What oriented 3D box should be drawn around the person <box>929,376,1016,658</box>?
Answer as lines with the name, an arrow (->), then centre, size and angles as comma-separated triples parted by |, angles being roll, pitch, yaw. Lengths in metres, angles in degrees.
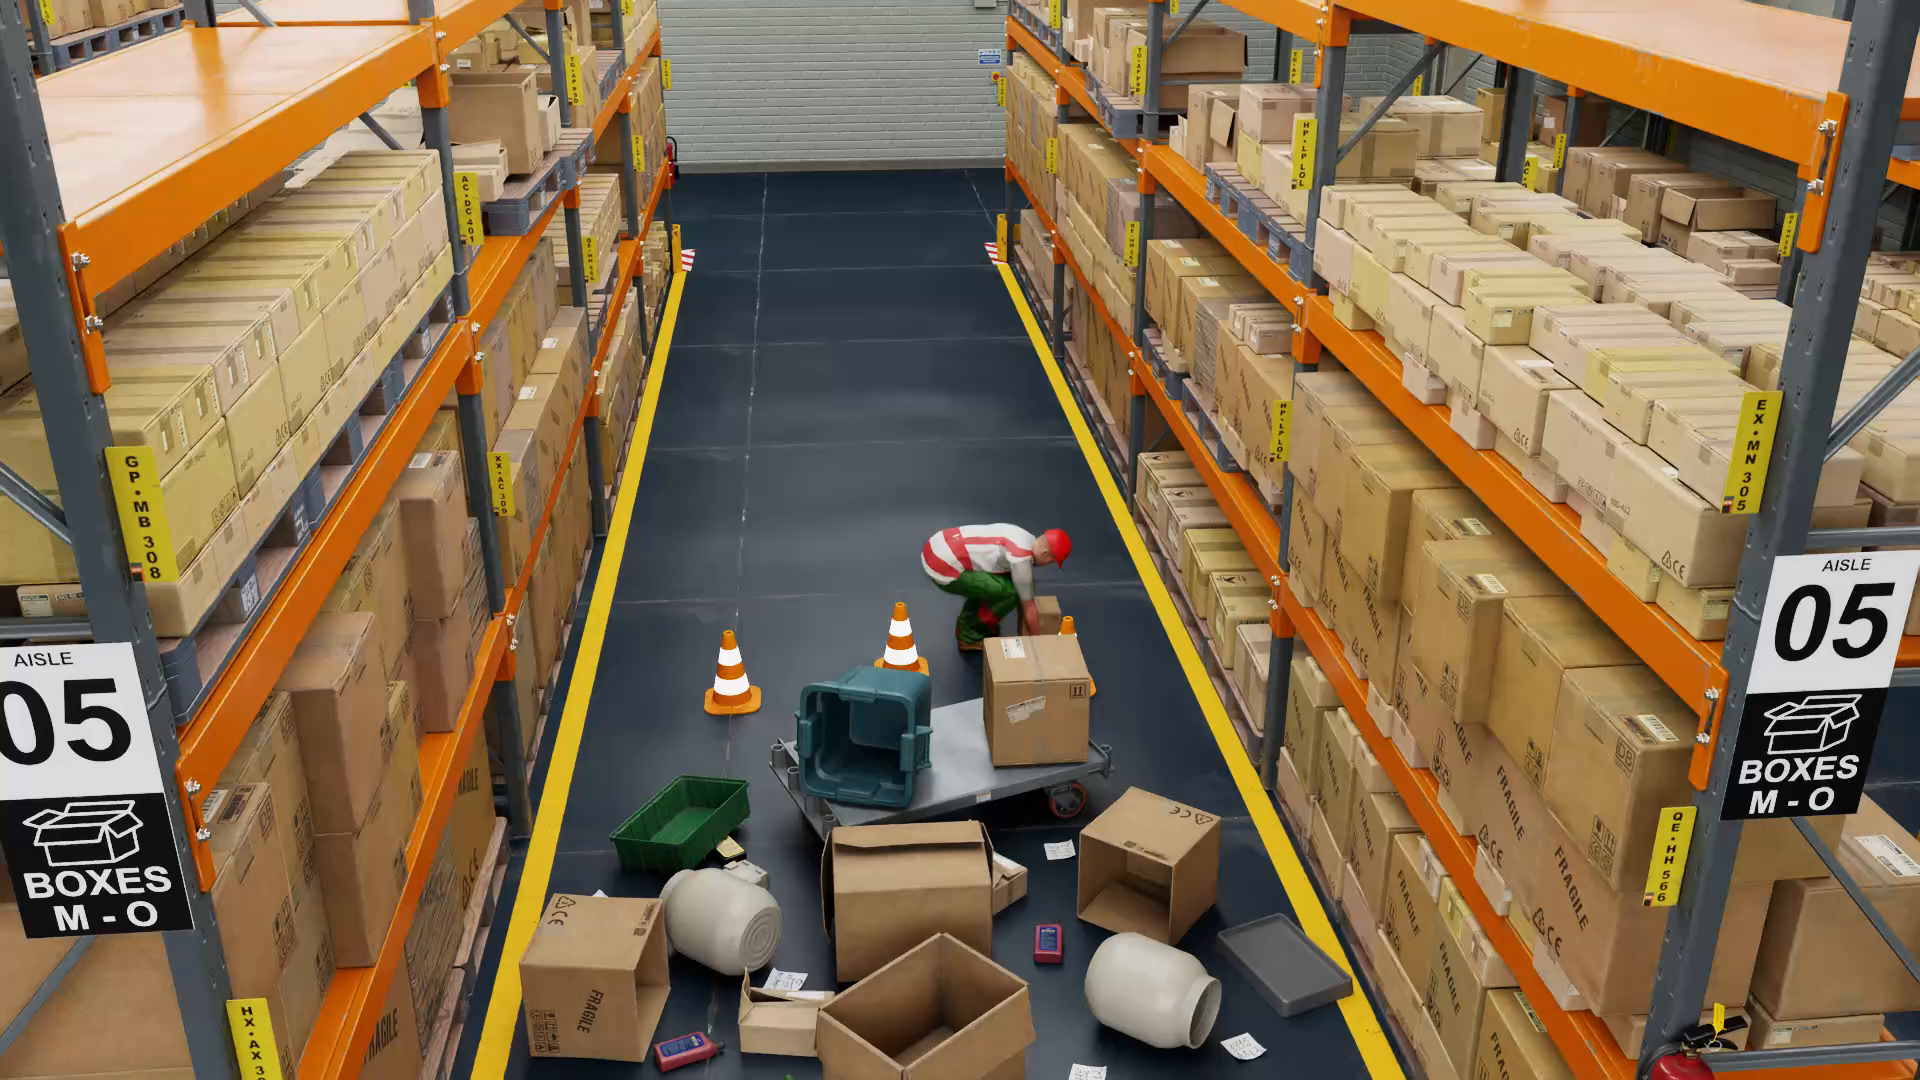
person -> 0.076, -0.163, 10.437 | 0.531, 1.792, 0.538 | -2, 24, -5
